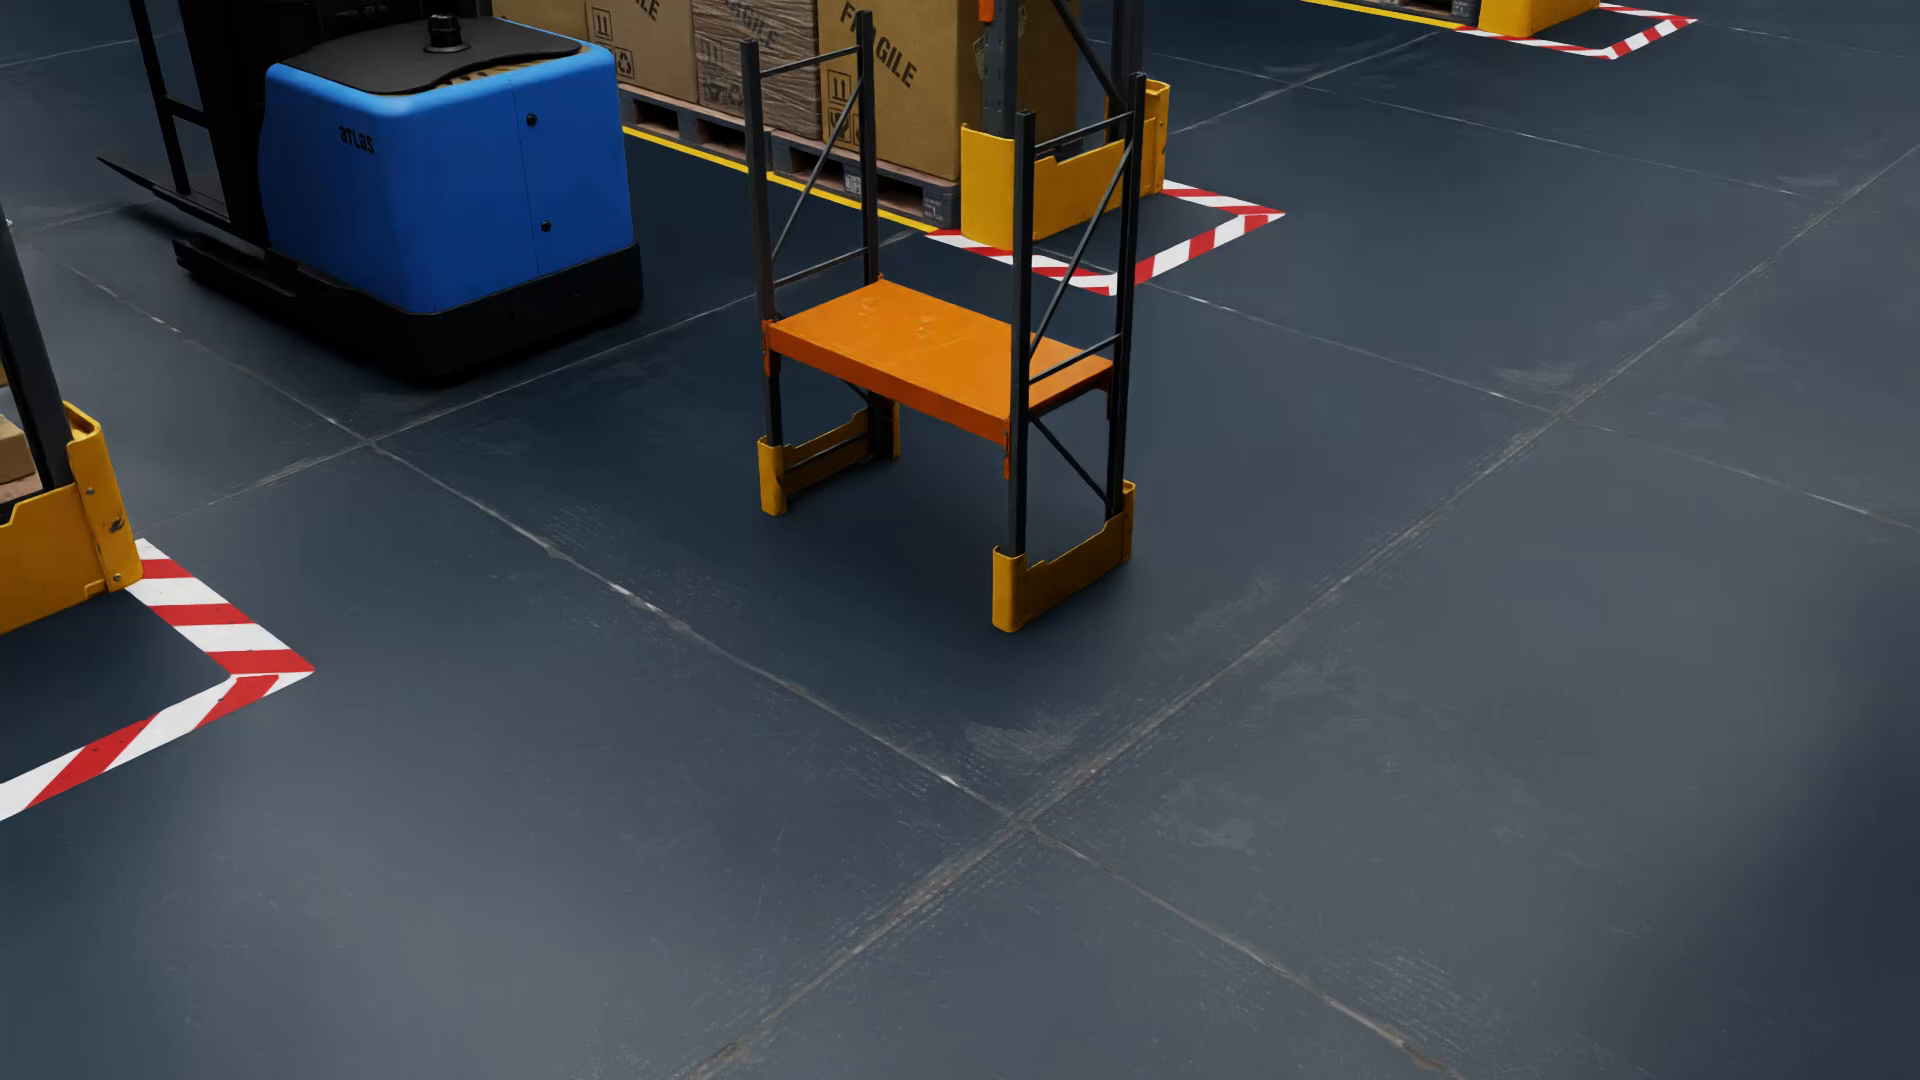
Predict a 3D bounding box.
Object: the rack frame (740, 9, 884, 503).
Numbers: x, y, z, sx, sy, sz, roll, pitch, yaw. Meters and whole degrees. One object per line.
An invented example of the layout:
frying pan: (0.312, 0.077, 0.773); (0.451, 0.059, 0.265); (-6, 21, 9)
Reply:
rack frame: (-0.440, -0.848, 5.204); (0.032, 1.500, 0.500); (25, 39, 35)

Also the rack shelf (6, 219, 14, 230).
rack shelf: (-4.407, -1.367, 5.310); (4.000, 0.370, 1.077); (25, 39, 35)

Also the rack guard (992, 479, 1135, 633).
rack guard: (0.313, 0.039, 4.943); (0.087, 0.250, 0.587); (25, 39, 35)

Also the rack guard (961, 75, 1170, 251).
rack guard: (0.496, -1.766, 7.698); (0.348, 0.500, 1.175); (25, 39, 35)

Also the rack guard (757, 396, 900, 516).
rack guard: (-0.426, -0.306, 5.516); (0.087, 0.250, 0.587); (25, 39, 35)

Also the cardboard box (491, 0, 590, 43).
cardboard box: (-2.051, -3.240, 9.376); (0.875, 0.875, 0.875); (25, 39, 35)

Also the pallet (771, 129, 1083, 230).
pallet: (-0.167, -1.897, 8.196); (1.213, 0.211, 1.003); (25, 39, 35)

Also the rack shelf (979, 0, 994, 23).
rack shelf: (-1.004, -3.229, 8.402); (4.000, 0.370, 1.077); (25, 39, 35)

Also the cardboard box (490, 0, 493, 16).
cardboard box: (-2.975, -3.713, 10.162); (0.875, 0.875, 1.225); (25, 39, 35)

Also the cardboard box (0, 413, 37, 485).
cardboard box: (-3.098, -0.245, 5.106); (0.250, 0.149, 0.380); (26, 40, 36)

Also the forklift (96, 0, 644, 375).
forklift: (-2.719, -2.497, 6.555); (3.031, 2.935, 1.130); (25, 39, 35)

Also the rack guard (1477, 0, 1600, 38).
rack guard: (3.829, -3.664, 10.852); (0.348, 0.500, 1.175); (25, 39, 35)

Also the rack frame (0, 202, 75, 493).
rack frame: (-2.925, -0.983, 3.975); (0.127, 3.000, 1.000); (25, 39, 35)

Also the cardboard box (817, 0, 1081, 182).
cardboard box: (-0.050, -2.305, 7.824); (0.875, 0.875, 0.875); (25, 39, 35)

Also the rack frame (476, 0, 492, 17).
rack frame: (-2.487, -4.229, 9.367); (0.127, 3.000, 1.000); (25, 39, 35)

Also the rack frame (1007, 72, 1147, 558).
rack frame: (0.314, -0.496, 4.620); (0.032, 1.500, 0.500); (25, 39, 35)

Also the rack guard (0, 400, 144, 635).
rack guard: (-2.981, 0.062, 4.663); (0.348, 0.500, 1.175); (25, 39, 35)

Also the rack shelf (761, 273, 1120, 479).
rack shelf: (-0.063, -0.518, 5.005); (1.000, 0.185, 0.538); (25, 39, 35)

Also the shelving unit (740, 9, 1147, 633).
shelving unit: (-0.057, -0.669, 4.907); (1.083, 1.500, 0.587); (25, 39, 35)

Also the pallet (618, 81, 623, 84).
pallet: (-1.976, -2.741, 9.599); (1.213, 0.211, 1.003); (25, 39, 35)

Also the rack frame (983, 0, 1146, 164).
rack frame: (0.479, -2.845, 7.067); (0.127, 3.000, 1.000); (25, 39, 35)

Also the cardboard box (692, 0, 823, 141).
cardboard box: (-0.724, -2.620, 8.347); (0.875, 0.875, 0.875); (25, 39, 35)

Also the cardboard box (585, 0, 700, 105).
cardboard box: (-1.384, -2.928, 8.859); (0.875, 0.875, 0.875); (25, 39, 35)

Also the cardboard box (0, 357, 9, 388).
cardboard box: (-3.085, -0.508, 4.965); (0.250, 0.149, 0.380); (23, 38, 33)

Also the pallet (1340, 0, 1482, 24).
pallet: (3.217, -3.844, 11.431); (1.213, 0.211, 1.003); (25, 39, 35)

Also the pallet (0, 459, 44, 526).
pallet: (-3.560, -0.109, 5.227); (1.213, 0.211, 1.003); (25, 39, 35)

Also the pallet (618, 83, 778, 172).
pallet: (-1.067, -2.319, 8.898); (1.213, 0.211, 1.003); (25, 39, 35)
